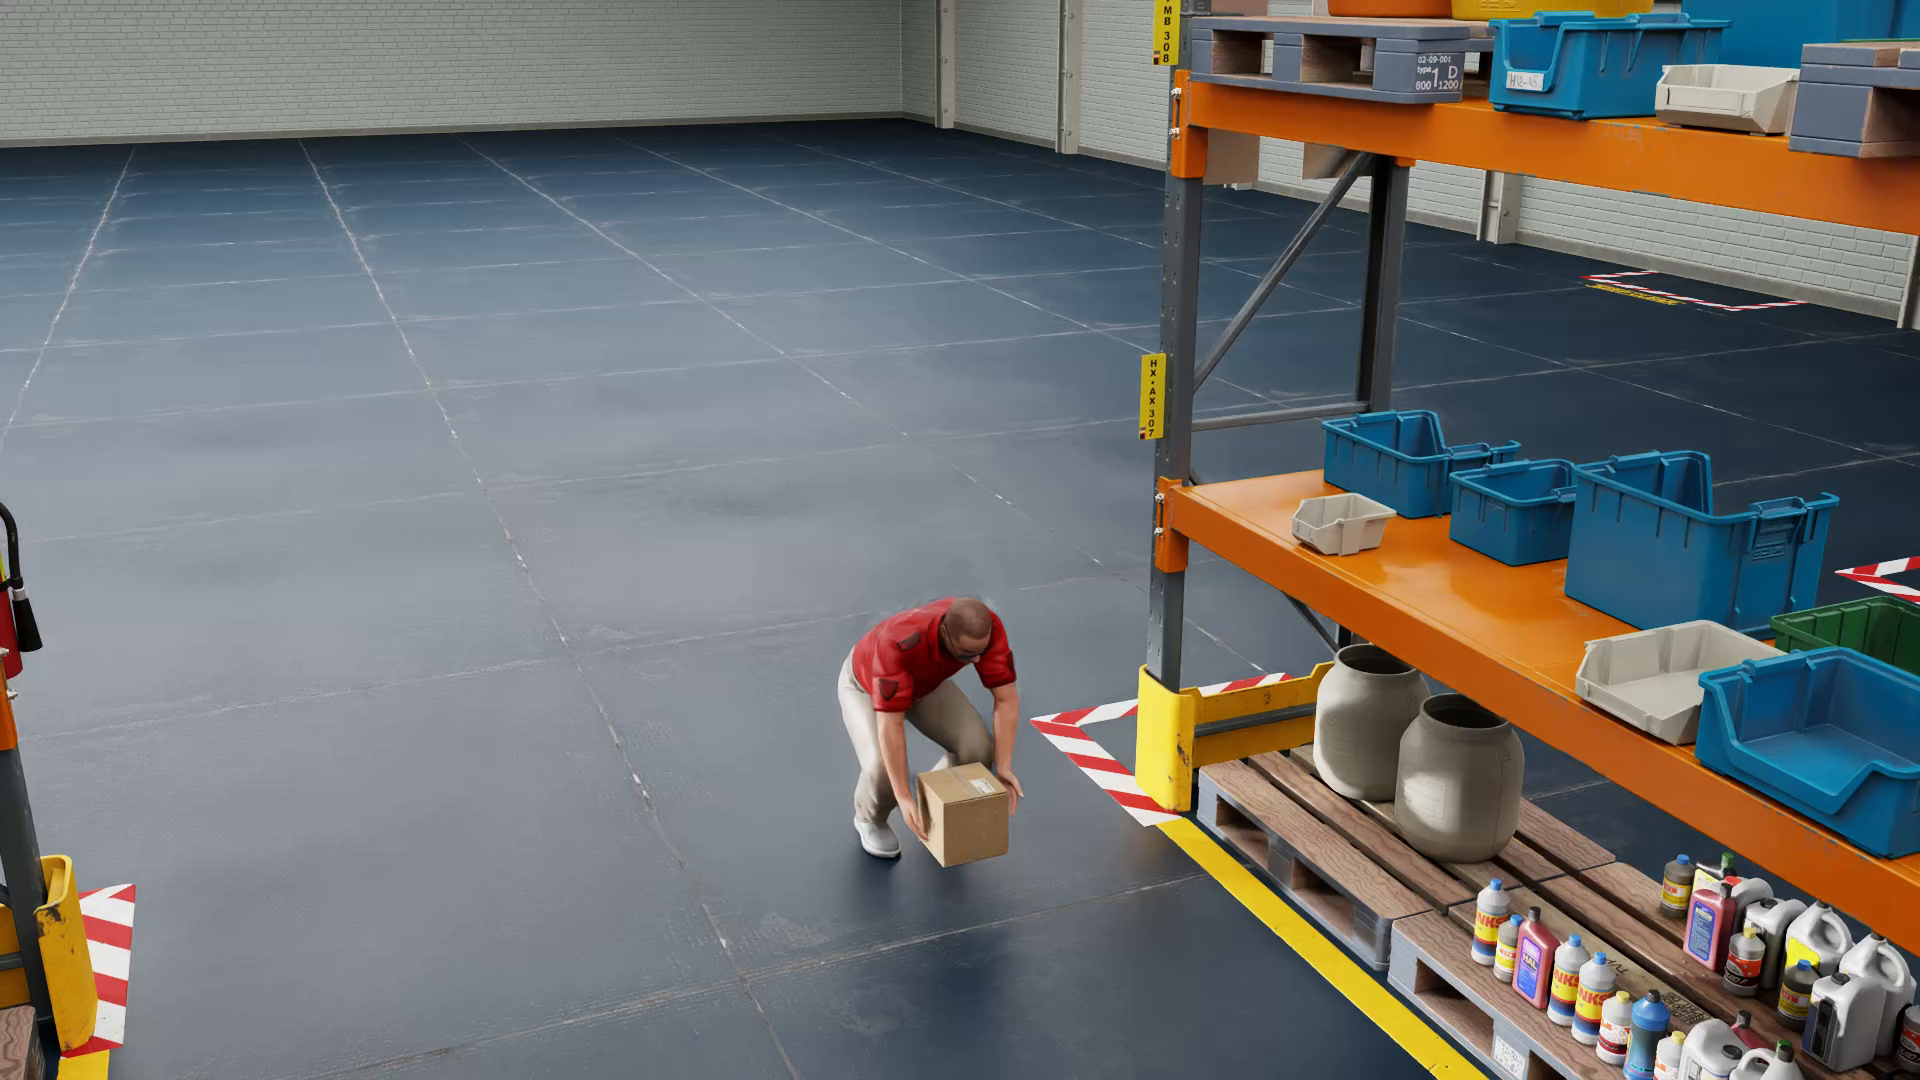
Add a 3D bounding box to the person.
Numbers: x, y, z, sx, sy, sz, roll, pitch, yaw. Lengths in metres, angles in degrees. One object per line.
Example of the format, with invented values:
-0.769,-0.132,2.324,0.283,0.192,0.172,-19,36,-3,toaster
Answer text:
-0.115,0.638,6.181,0.567,1.106,0.834,-8,20,-22,person
